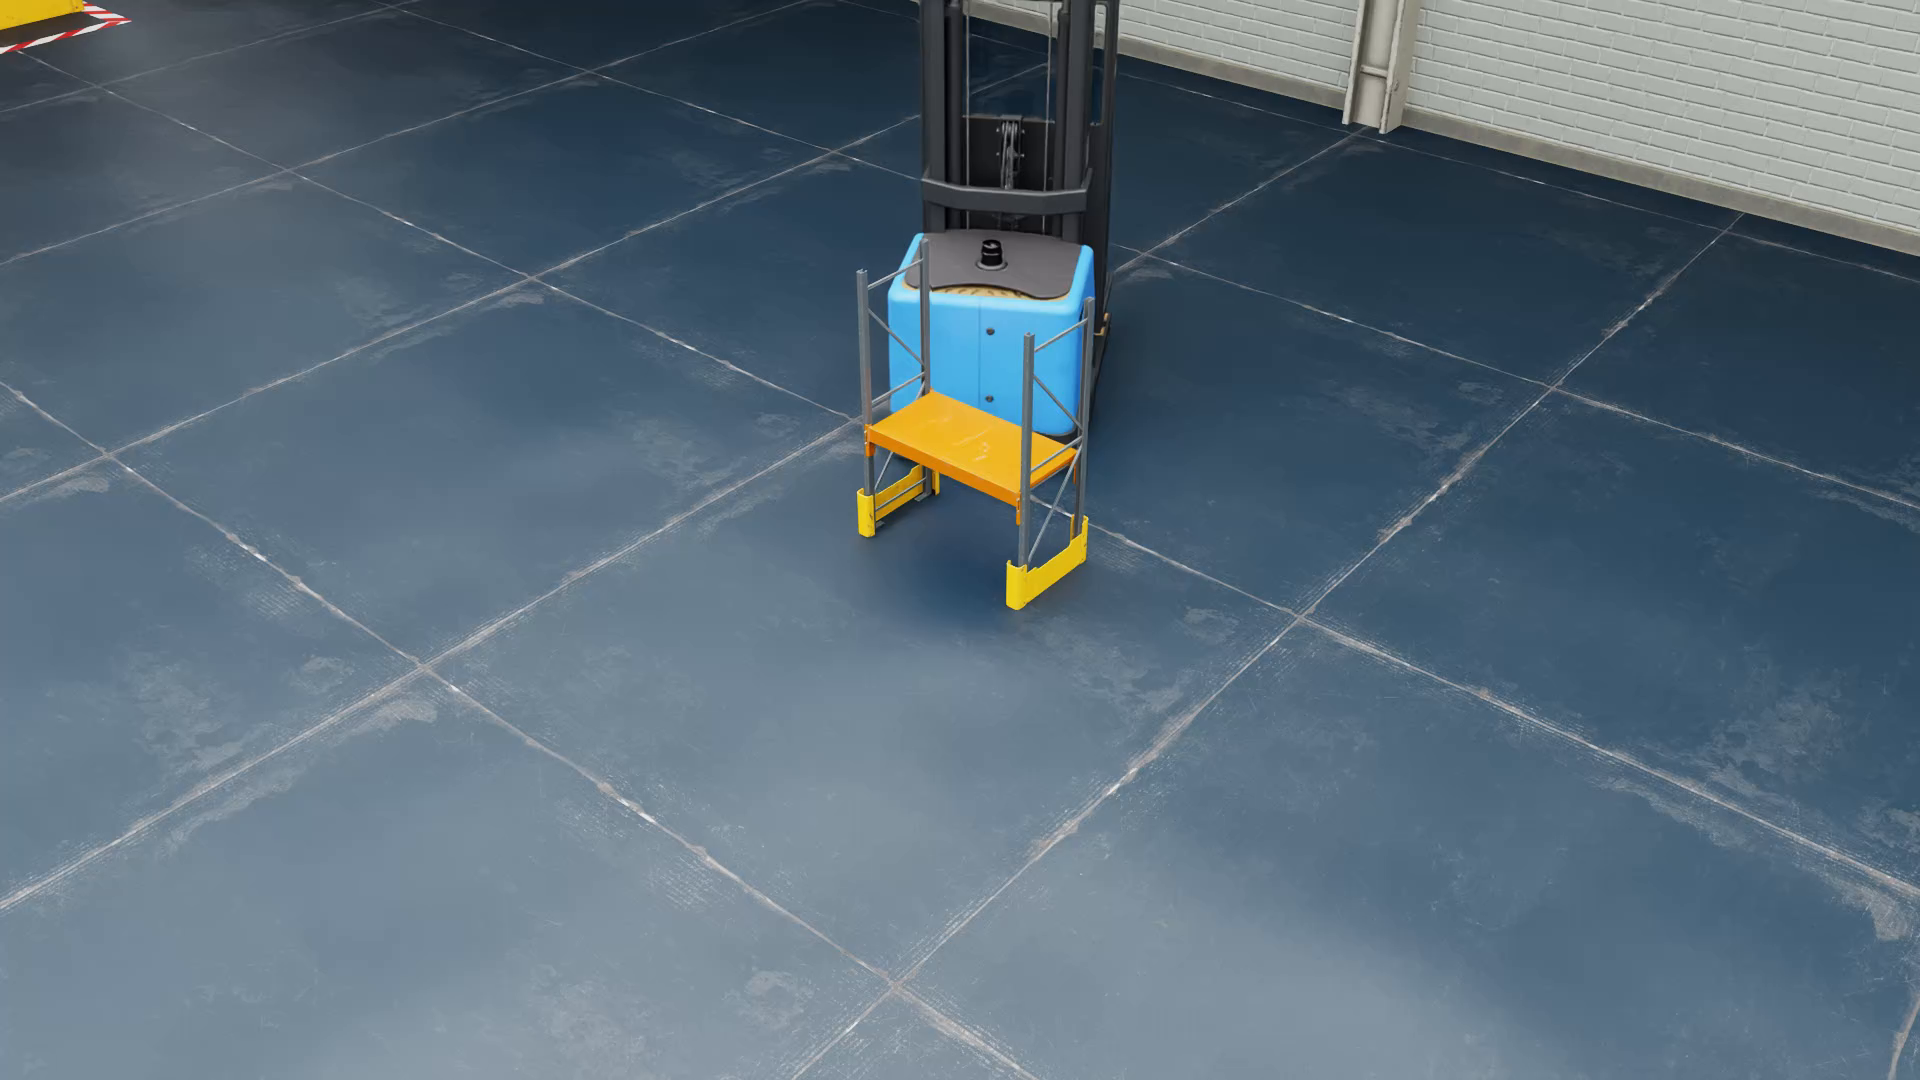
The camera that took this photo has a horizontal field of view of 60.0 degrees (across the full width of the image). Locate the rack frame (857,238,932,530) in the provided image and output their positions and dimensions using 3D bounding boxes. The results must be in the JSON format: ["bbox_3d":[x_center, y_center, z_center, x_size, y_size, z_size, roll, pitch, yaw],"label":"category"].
[{"bbox_3d":[-0.325,-0.771,8.549,0.032,1.500,0.500,25,42,32],"label":"rack frame"}]

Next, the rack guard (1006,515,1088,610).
[{"bbox_3d":[0.441,0.105,8.376,0.087,0.250,0.587,25,42,32],"label":"rack guard"}]

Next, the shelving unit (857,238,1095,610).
[{"bbox_3d":[0.059,-0.591,8.285,1.083,1.500,0.587,25,42,32],"label":"shelving unit"}]

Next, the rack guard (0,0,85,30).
[{"bbox_3d":[-9.082,-5.227,15.920,0.348,0.500,1.175,25,42,32],"label":"rack guard"}]

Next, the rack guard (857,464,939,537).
[{"bbox_3d":[-0.324,-0.256,8.902,0.087,0.250,0.587,25,42,32],"label":"rack guard"}]

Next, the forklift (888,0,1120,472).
[{"bbox_3d":[0.363,-2.406,9.665,1.130,2.935,3.031,6,35,8],"label":"forklift"}]

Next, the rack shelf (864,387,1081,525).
[{"bbox_3d":[0.066,-0.439,8.382,1.000,0.185,0.538,25,42,32],"label":"rack shelf"}]

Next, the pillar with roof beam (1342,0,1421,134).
[{"bbox_3d":[0.659,-5.289,8.502,0.400,9.000,9.100,25,42,32],"label":"pillar with roof beam"}]

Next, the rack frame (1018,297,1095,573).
[{"bbox_3d":[0.456,-0.403,8.012,0.032,1.500,0.500,25,42,32],"label":"rack frame"}]
